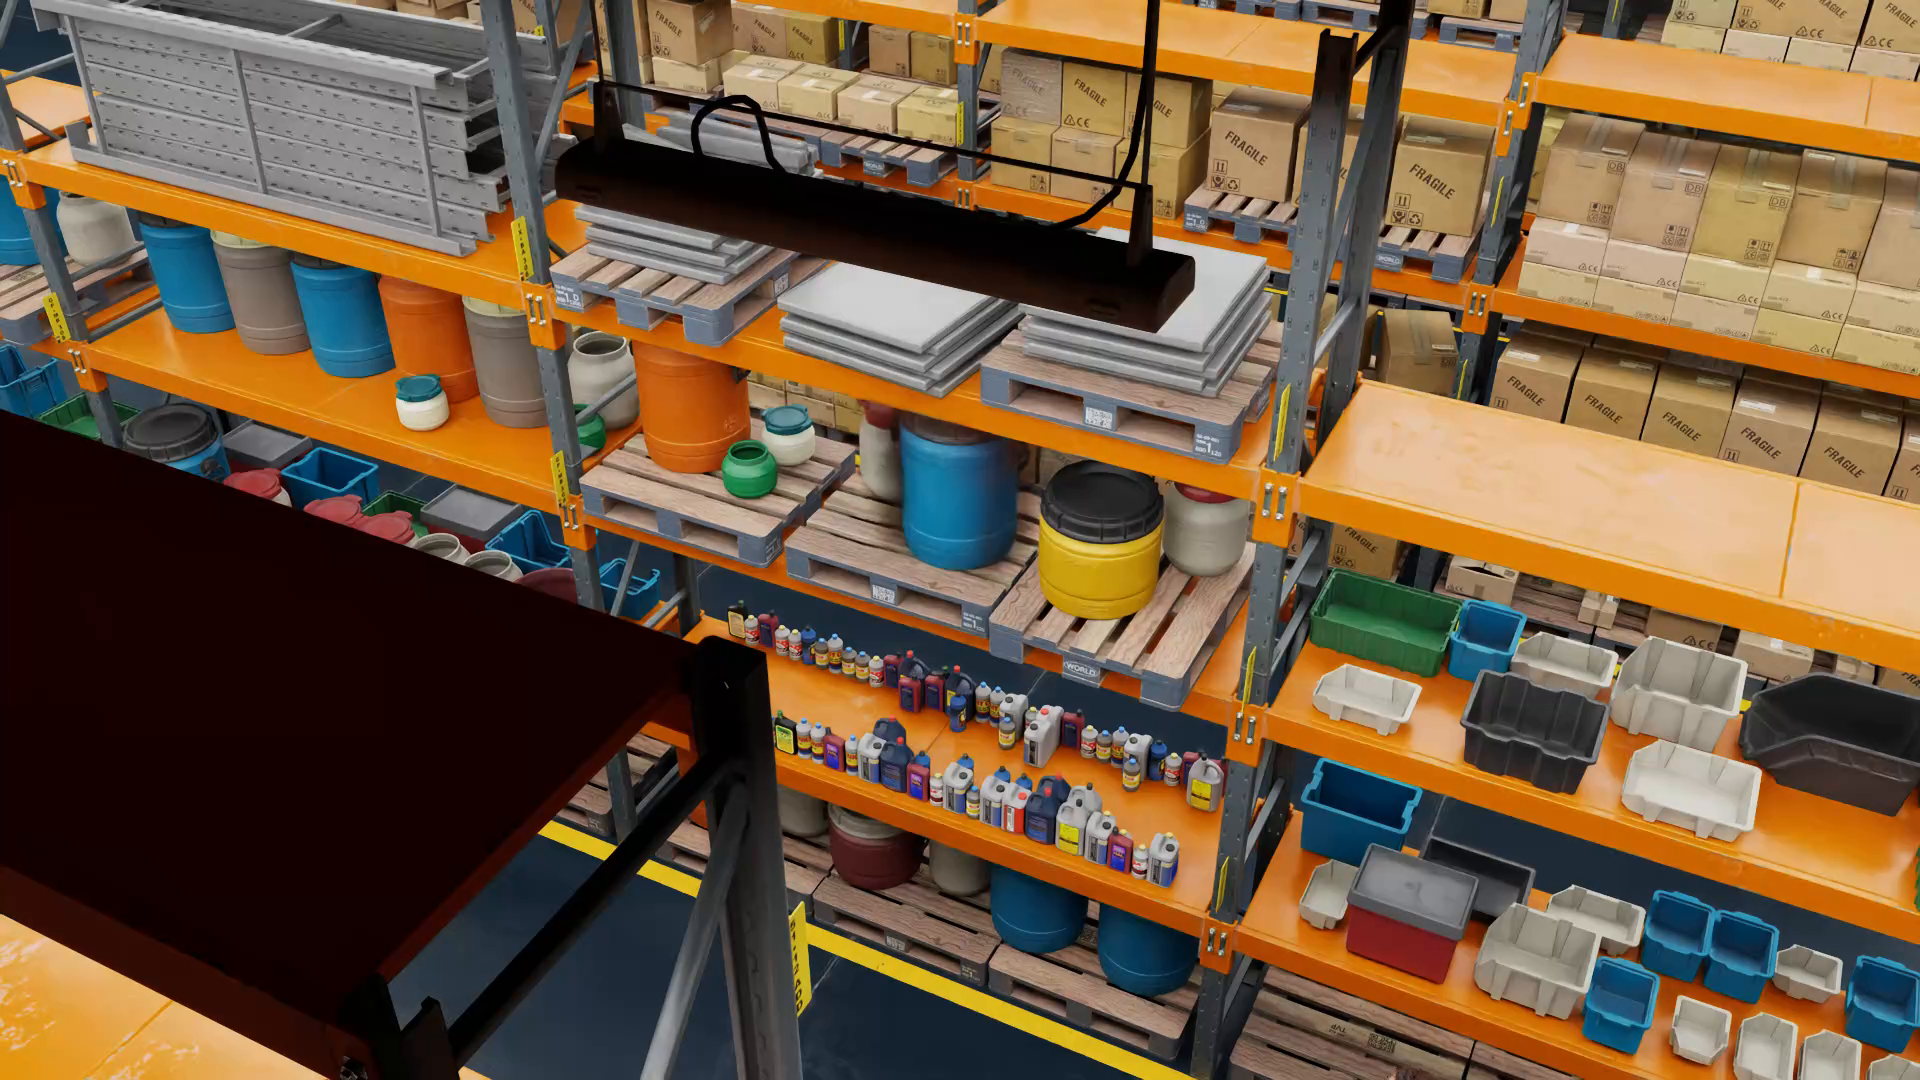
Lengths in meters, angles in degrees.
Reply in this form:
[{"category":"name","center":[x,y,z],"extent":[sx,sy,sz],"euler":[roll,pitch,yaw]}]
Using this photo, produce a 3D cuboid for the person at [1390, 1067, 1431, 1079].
[{"category":"person","center":[1.991,2.830,7.847],"extent":[0.468,0.975,0.449],"euler":[0,35,0]}]
